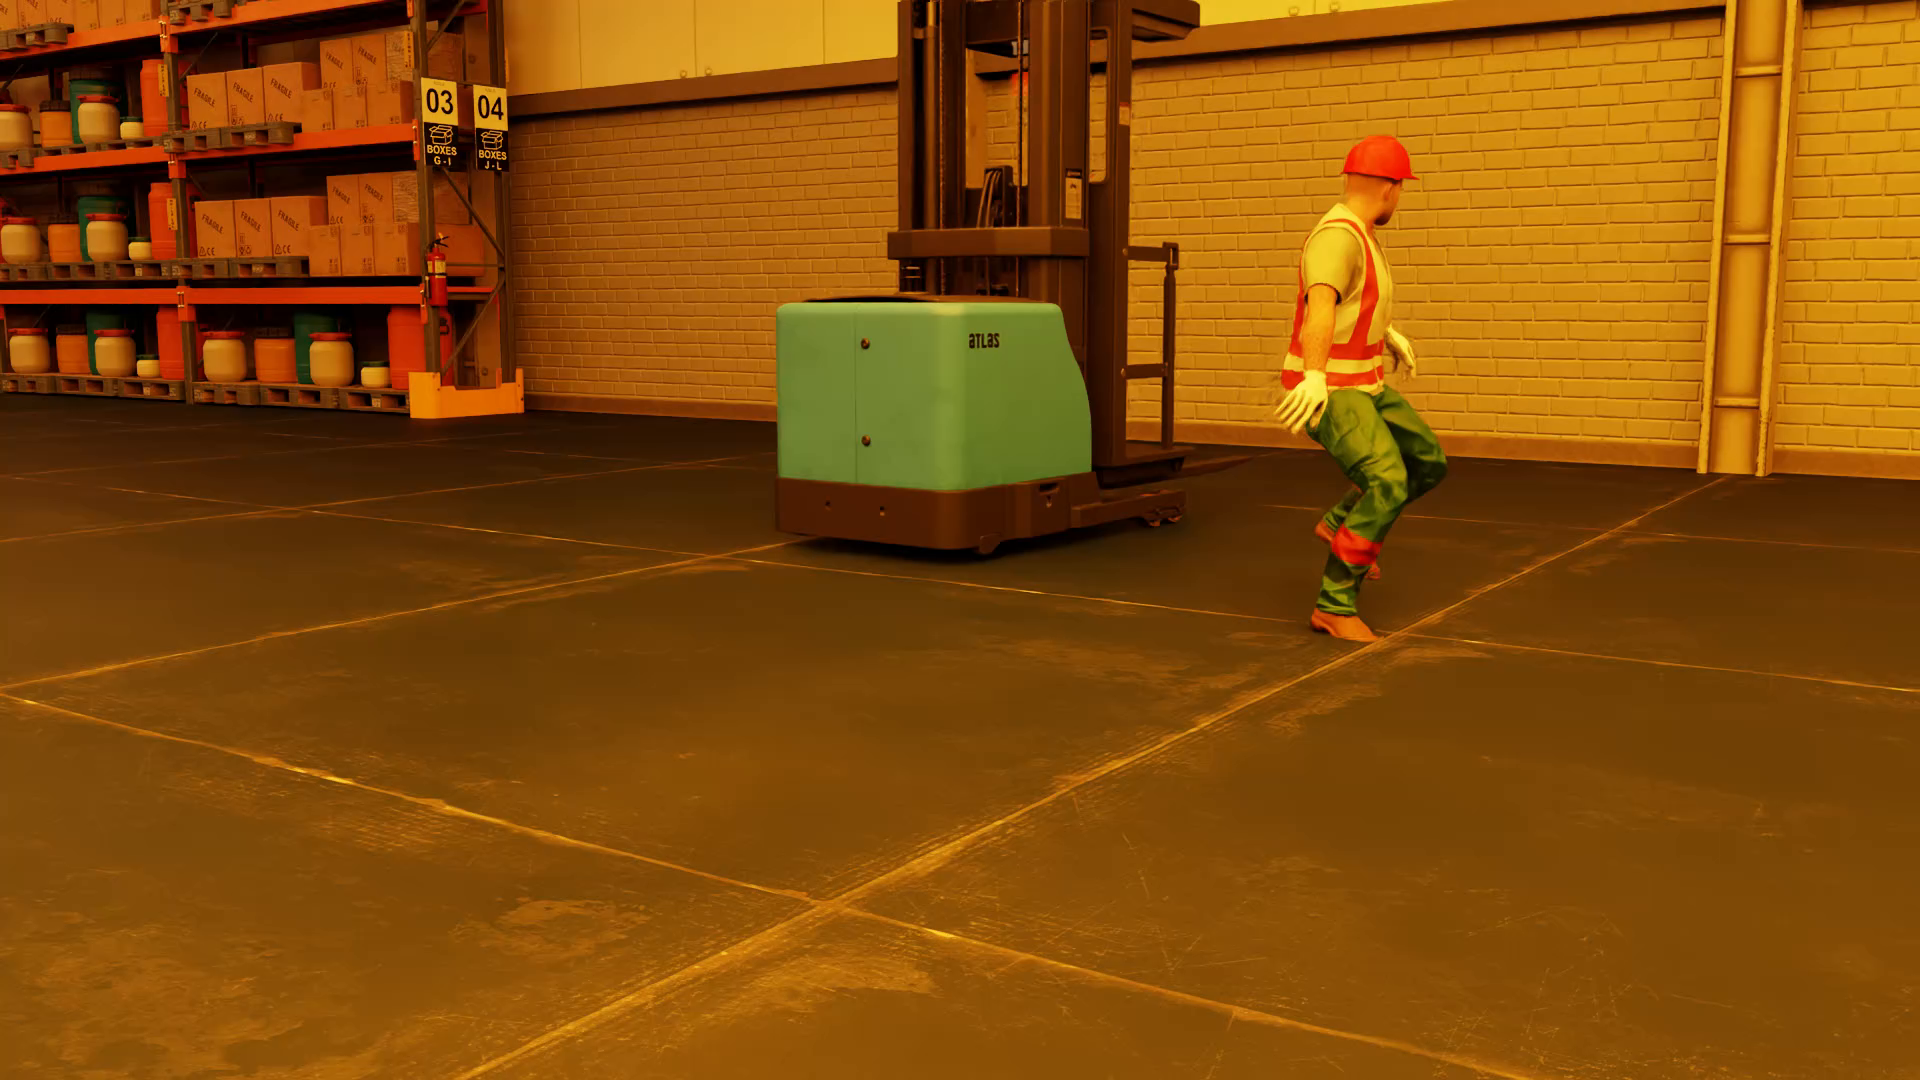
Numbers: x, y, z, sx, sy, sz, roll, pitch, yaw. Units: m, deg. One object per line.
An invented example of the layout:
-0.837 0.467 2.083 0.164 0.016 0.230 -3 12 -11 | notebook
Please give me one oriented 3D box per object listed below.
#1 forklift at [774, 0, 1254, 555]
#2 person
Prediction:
0.463 -1.549 8.087 1.130 2.935 3.031 6 10 36 | forklift
1.315 -0.509 5.576 0.505 1.655 1.158 4 9 28 | person
